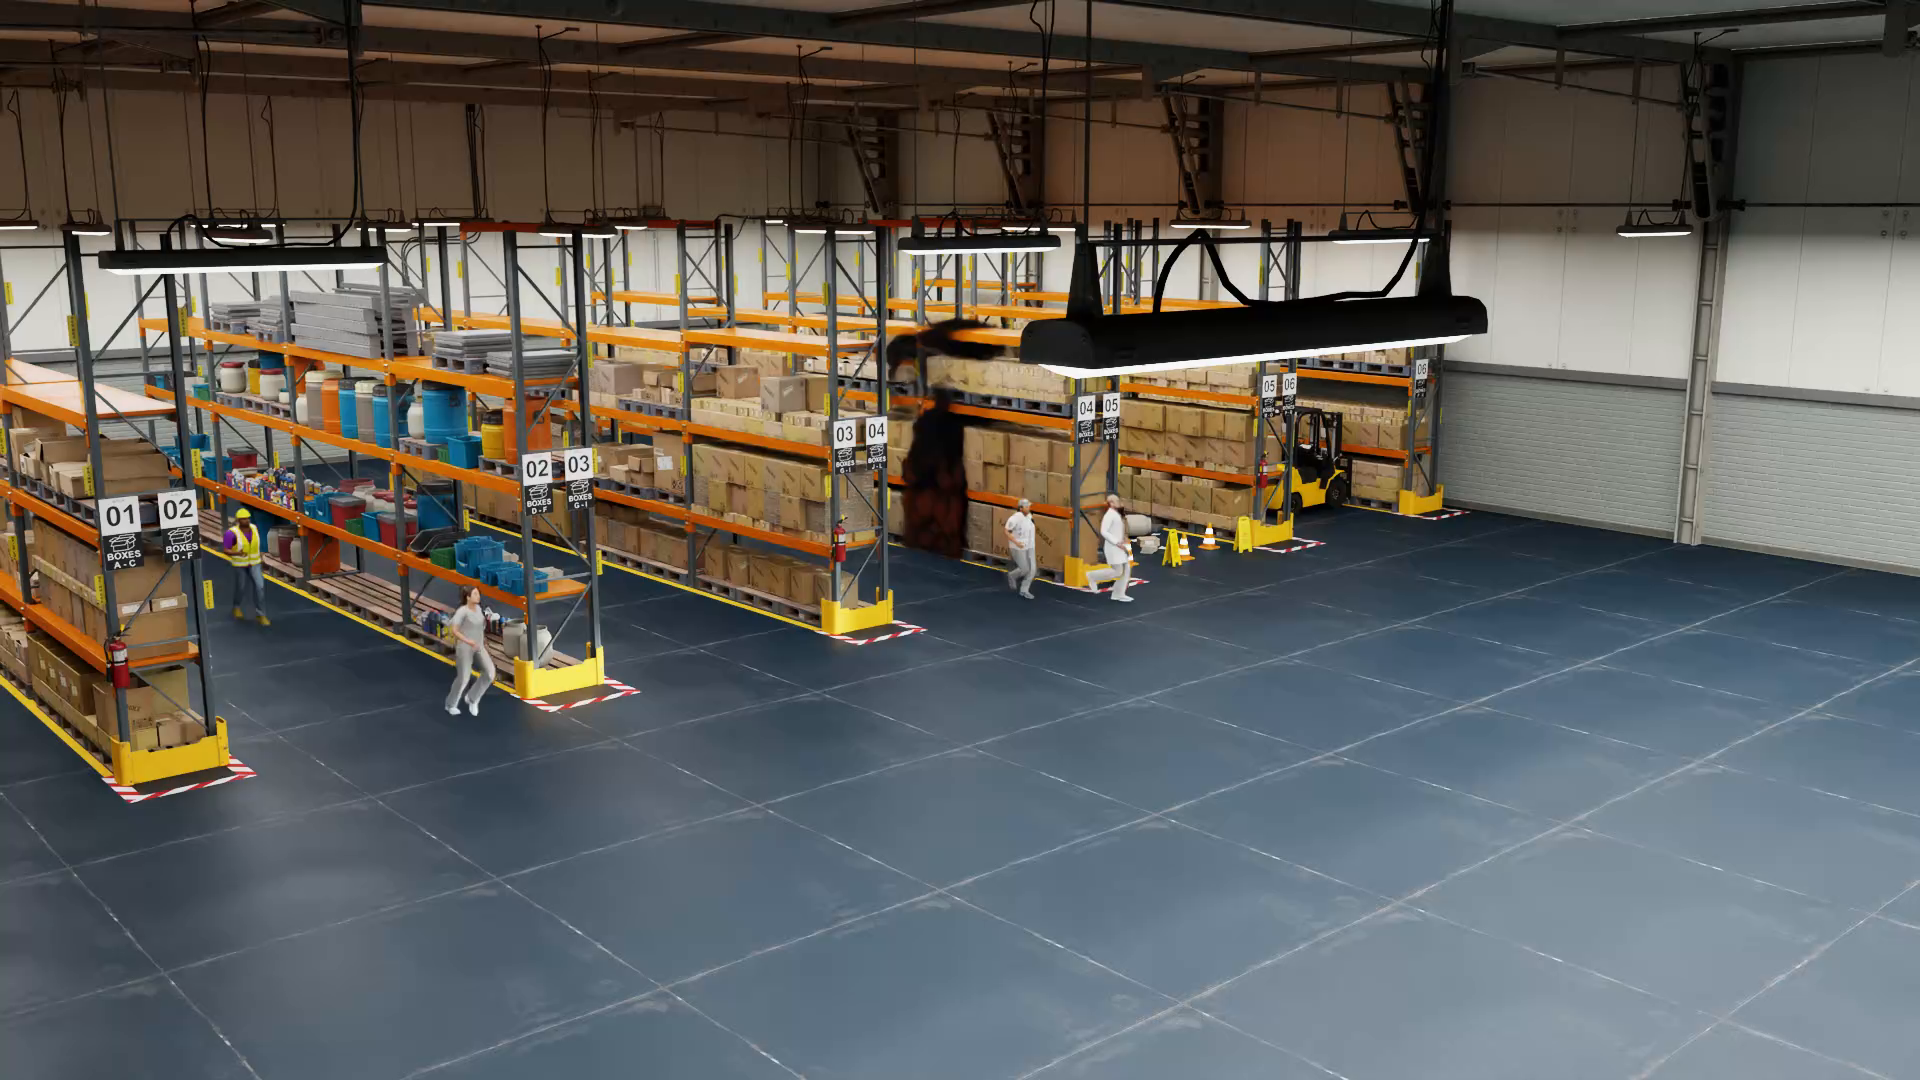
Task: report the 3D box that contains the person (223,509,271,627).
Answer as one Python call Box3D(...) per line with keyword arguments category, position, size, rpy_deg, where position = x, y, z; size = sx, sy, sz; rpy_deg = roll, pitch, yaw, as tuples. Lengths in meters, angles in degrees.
Box3D(category="person", position=(-10.927, 0.396, 25.398), size=(0.640, 1.796, 0.890), rpy_deg=(-10, 15, -41))

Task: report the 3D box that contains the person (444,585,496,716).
Box3D(category="person", position=(-6.133, 1.374, 20.936), size=(0.638, 1.636, 0.625), rpy_deg=(6, 13, 29))

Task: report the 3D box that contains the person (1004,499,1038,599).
Box3D(category="person", position=(1.013, 0.132, 27.172), size=(0.638, 1.639, 0.532), rpy_deg=(-9, 15, -39))

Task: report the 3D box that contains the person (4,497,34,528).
Box3D(category="person", position=(-17.808, -0.760, 31.315), size=(0.654, 1.722, 0.710), rpy_deg=(4, 12, 20))

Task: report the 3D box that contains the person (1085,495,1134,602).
Box3D(category="person", position=(2.449, 0.125, 26.919), size=(0.790, 1.741, 0.720), rpy_deg=(3, 12, 17))
